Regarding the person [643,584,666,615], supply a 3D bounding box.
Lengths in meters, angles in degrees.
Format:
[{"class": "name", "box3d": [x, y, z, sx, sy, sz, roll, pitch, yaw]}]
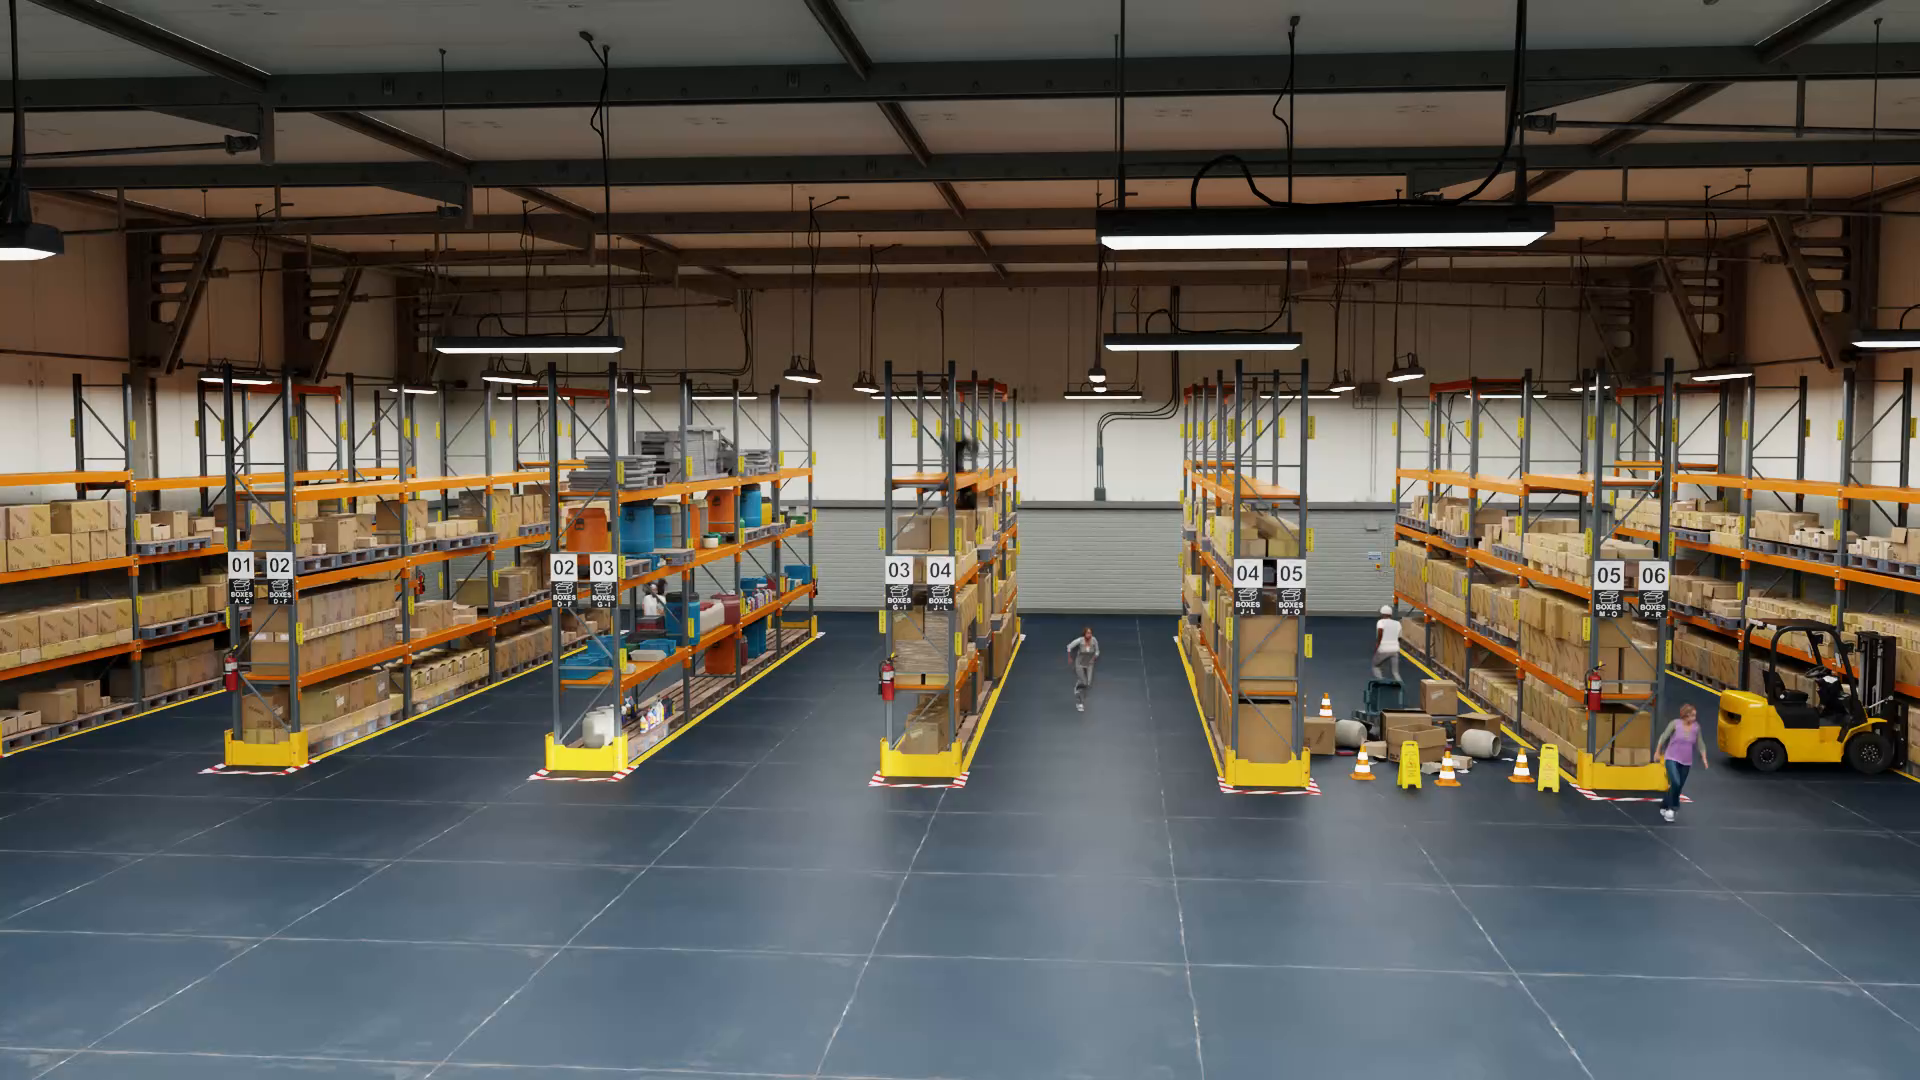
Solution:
[{"class": "person", "box3d": [-6.650, 1.805, 36.209, 0.606, 1.702, 0.706, 0, 4, 2]}]

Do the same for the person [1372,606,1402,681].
[{"class": "person", "box3d": [7.987, 2.096, 31.016, 0.643, 1.709, 0.967, -1, 4, -9]}]

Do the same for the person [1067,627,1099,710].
[{"class": "person", "box3d": [2.226, 2.298, 29.731, 0.522, 1.531, 0.660, -1, 4, -18]}]

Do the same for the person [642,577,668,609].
[{"class": "person", "box3d": [-7.433, 1.483, 40.579, 0.649, 1.735, 0.938, -1, 4, -17]}]

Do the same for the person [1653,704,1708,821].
[{"class": "person", "box3d": [9.181, 2.831, 21.186, 0.509, 1.537, 0.742, 0, 4, -4]}]
